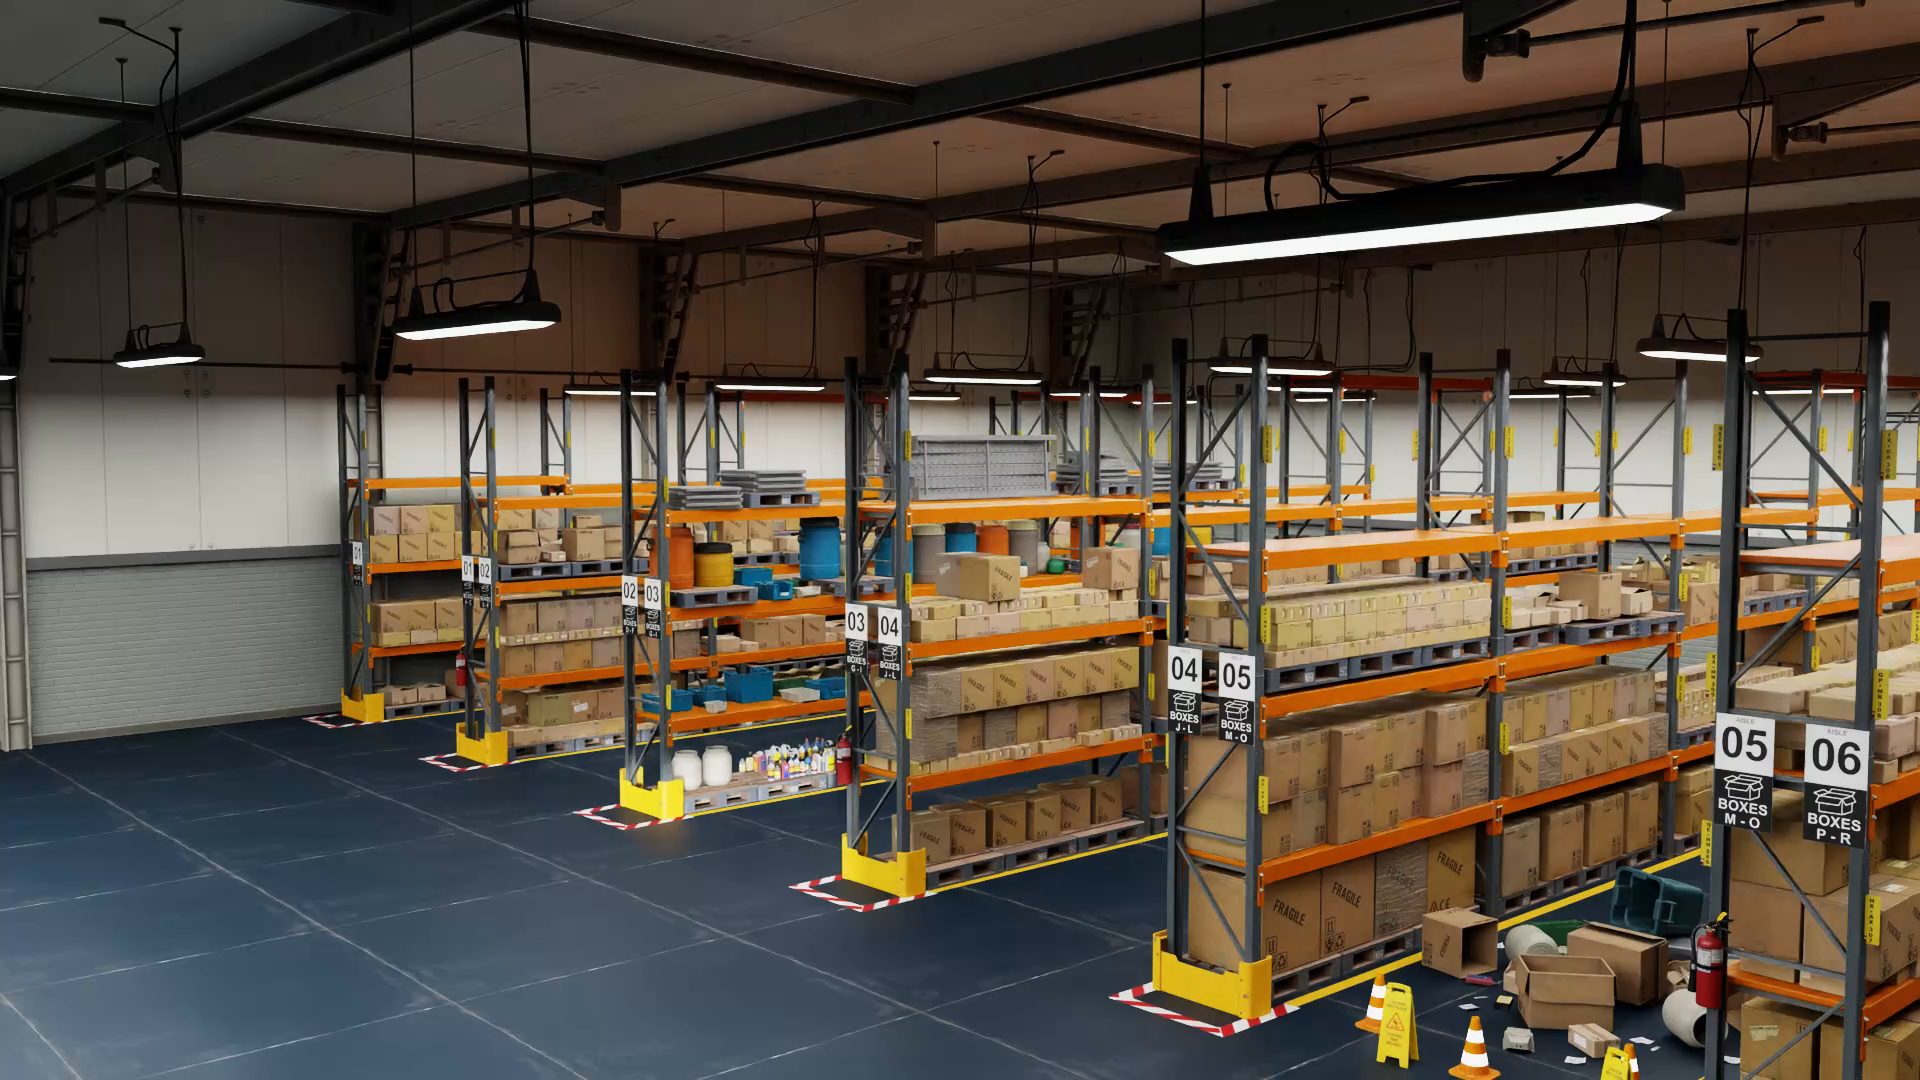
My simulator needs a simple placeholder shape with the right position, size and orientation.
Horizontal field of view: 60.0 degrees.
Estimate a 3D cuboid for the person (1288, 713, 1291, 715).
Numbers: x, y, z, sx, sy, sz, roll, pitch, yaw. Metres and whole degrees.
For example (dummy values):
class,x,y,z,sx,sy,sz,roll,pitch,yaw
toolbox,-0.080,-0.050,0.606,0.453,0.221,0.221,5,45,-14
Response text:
class,x,y,z,sx,sy,sz,roll,pitch,yaw
person,4.375,2.888,21.439,0.626,1.831,0.621,-3,5,-38
